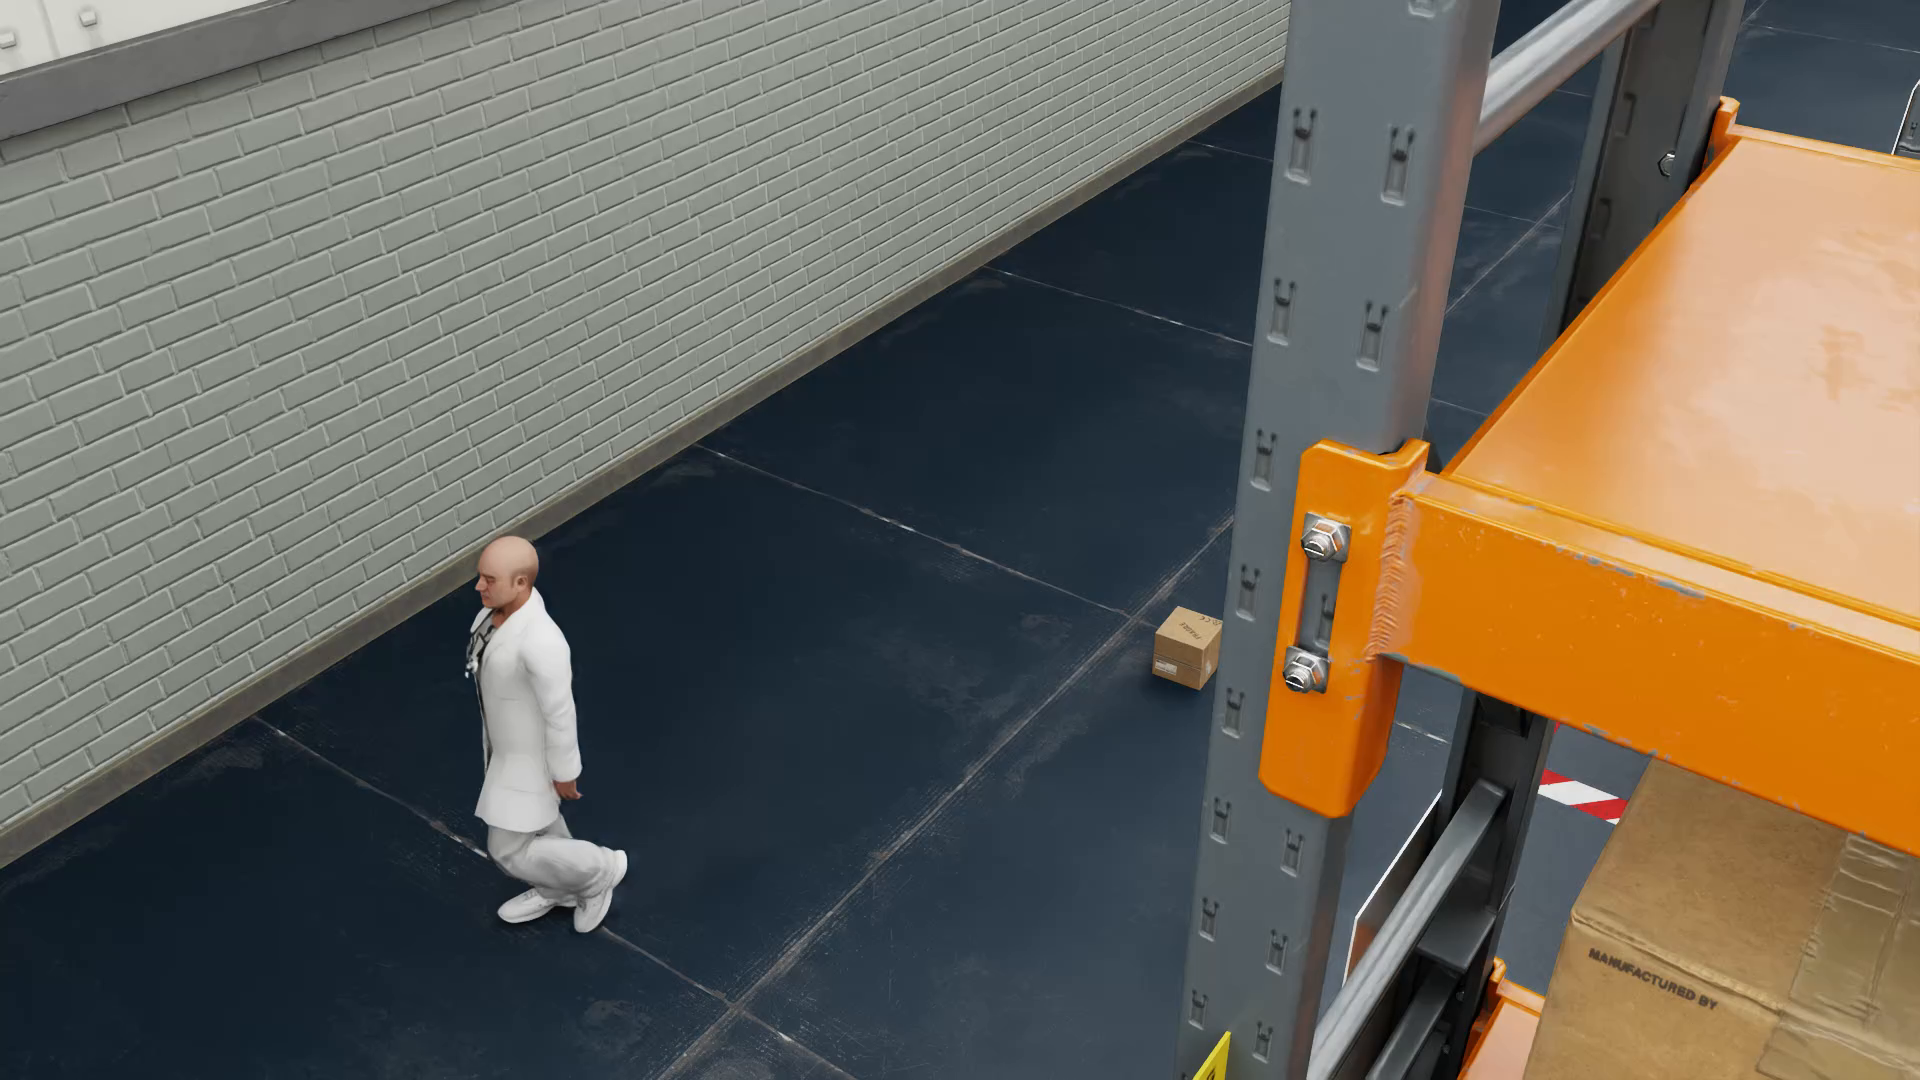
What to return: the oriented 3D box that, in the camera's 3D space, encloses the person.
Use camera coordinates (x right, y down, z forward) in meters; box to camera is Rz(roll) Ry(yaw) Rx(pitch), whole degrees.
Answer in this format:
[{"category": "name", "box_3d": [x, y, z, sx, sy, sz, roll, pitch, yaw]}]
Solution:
[{"category": "person", "box_3d": [-1.593, 0.760, 6.174, 0.529, 1.785, 0.577, -17, 38, -23]}]
